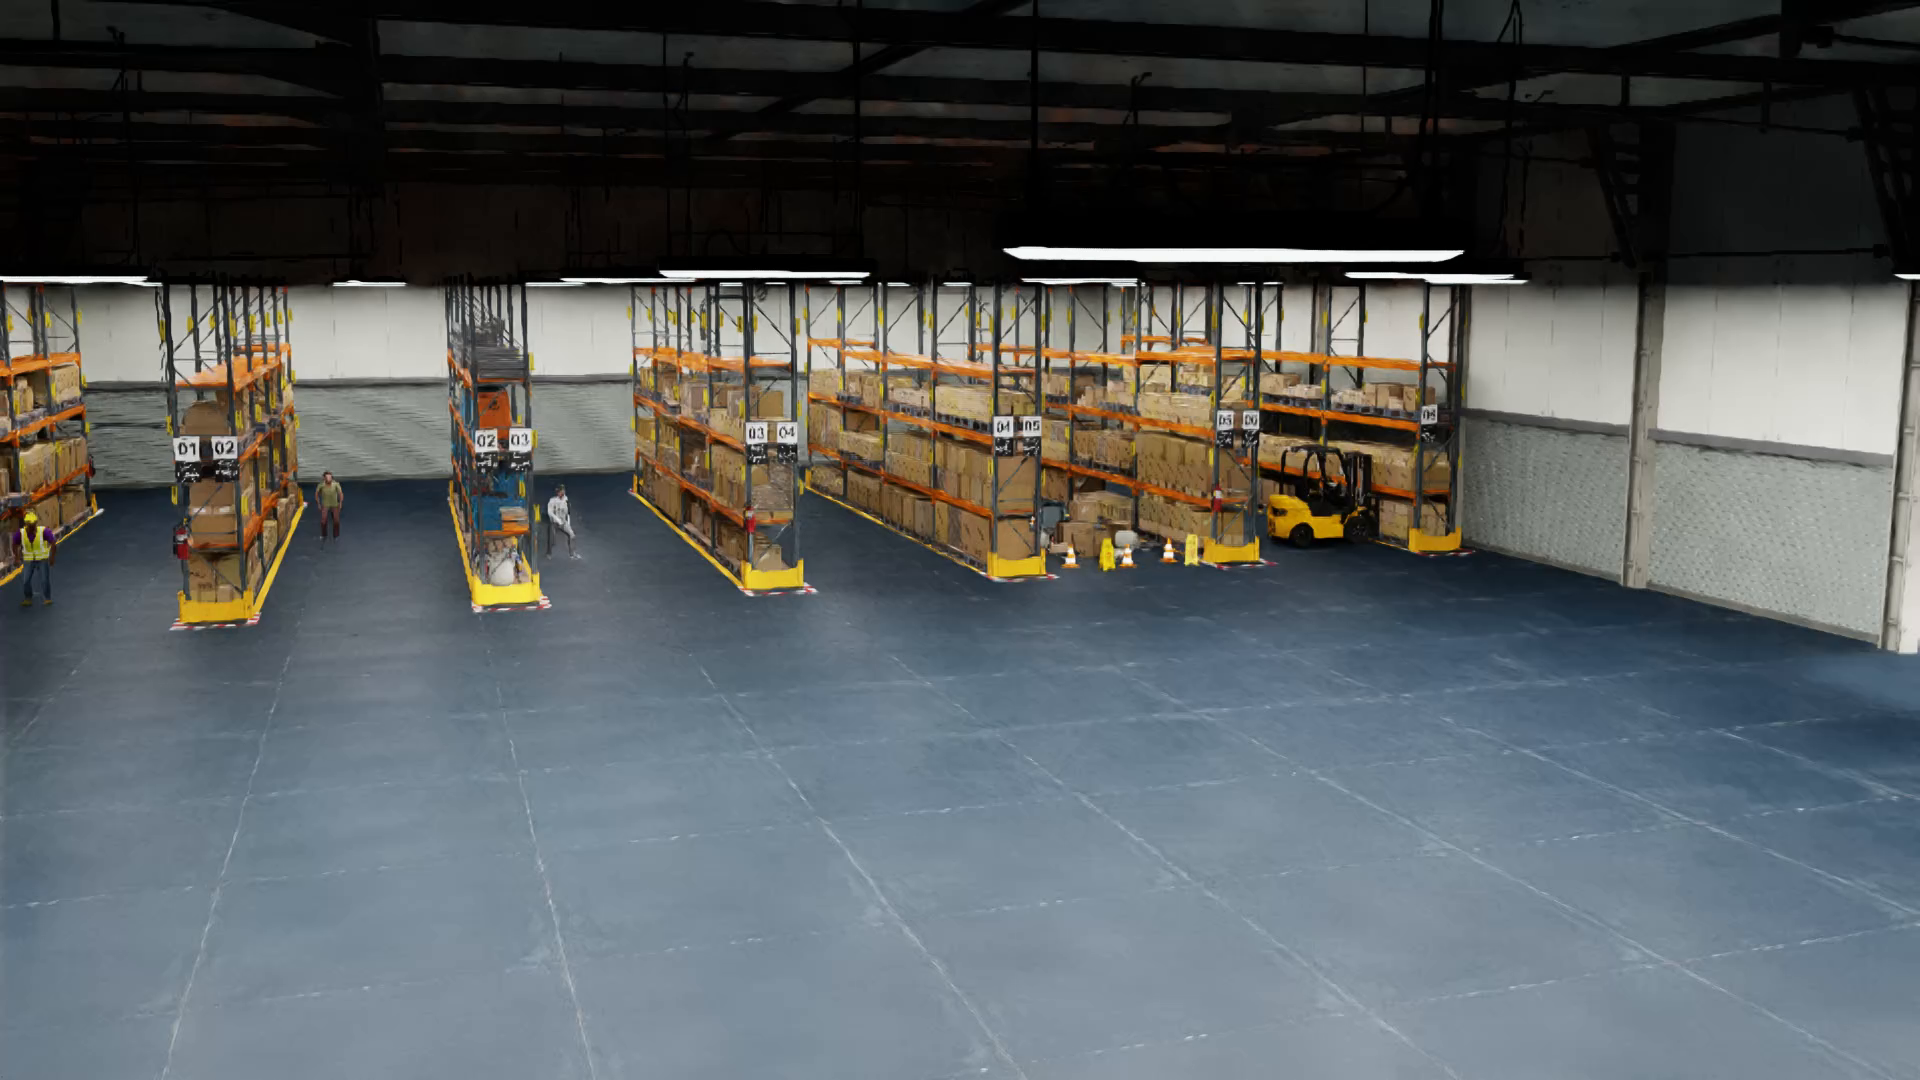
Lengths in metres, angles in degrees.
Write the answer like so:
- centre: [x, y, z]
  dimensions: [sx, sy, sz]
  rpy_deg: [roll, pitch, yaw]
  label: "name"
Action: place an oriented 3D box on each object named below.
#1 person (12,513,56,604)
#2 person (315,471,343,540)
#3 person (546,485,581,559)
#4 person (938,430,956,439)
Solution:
- centre: [-16.791, 0.346, 30.176]
  dimensions: [0.719, 1.714, 0.575]
  rpy_deg: [-3, 9, -20]
  label: "person"
- centre: [-14.386, -0.784, 37.954]
  dimensions: [0.598, 1.619, 0.507]
  rpy_deg: [-3, 9, -20]
  label: "person"
- centre: [-8.500, -0.392, 35.276]
  dimensions: [0.623, 1.619, 0.757]
  rpy_deg: [-7, 11, -41]
  label: "person"
- centre: [-0.390, -3.040, 52.411]
  dimensions: [0.647, 1.705, 0.503]
  rpy_deg: [7, 11, 37]
  label: "person"
